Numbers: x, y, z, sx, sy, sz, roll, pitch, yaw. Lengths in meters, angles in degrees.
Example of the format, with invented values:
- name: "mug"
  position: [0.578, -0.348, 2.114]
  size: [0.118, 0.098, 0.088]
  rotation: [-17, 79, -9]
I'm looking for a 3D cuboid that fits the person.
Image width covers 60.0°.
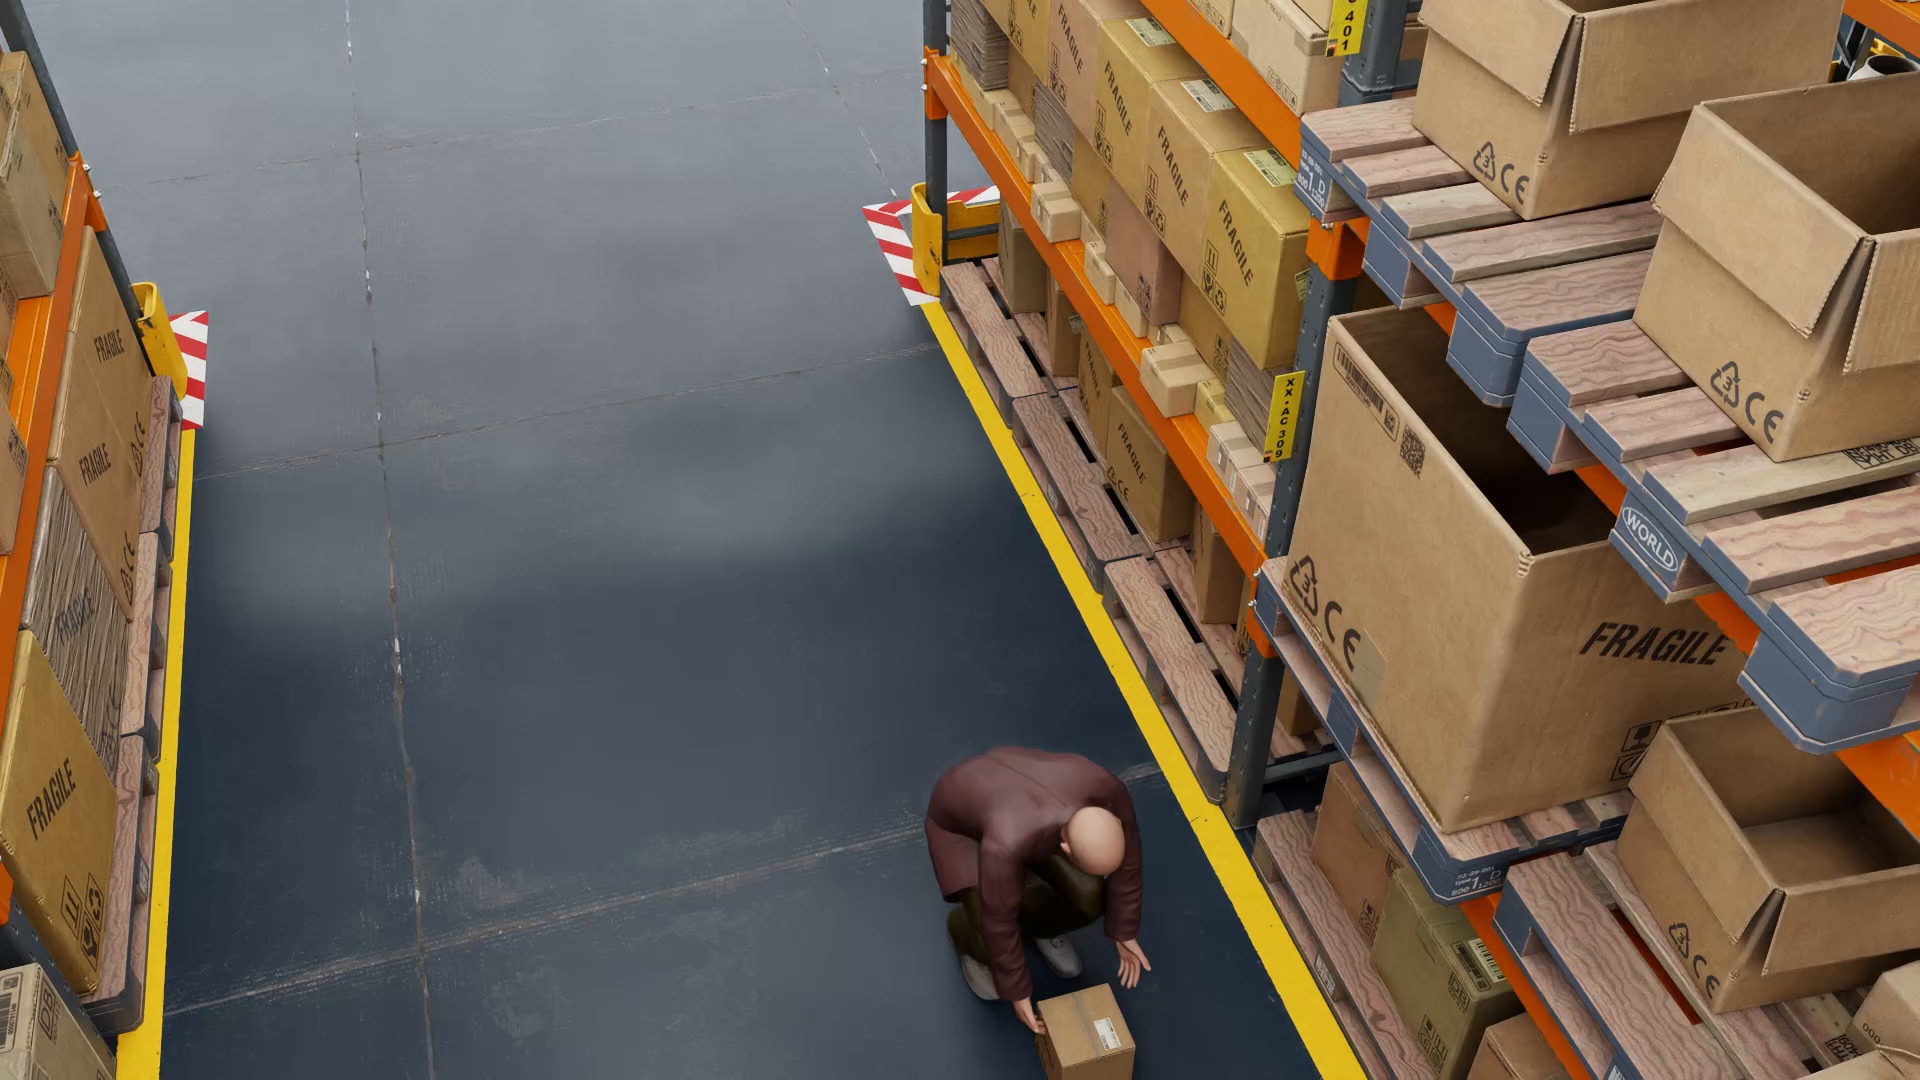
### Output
- name: "person"
  position: [0.236, 1.068, 5.463]
  size: [0.619, 1.125, 0.853]
  rotation: [-18, 45, -19]
